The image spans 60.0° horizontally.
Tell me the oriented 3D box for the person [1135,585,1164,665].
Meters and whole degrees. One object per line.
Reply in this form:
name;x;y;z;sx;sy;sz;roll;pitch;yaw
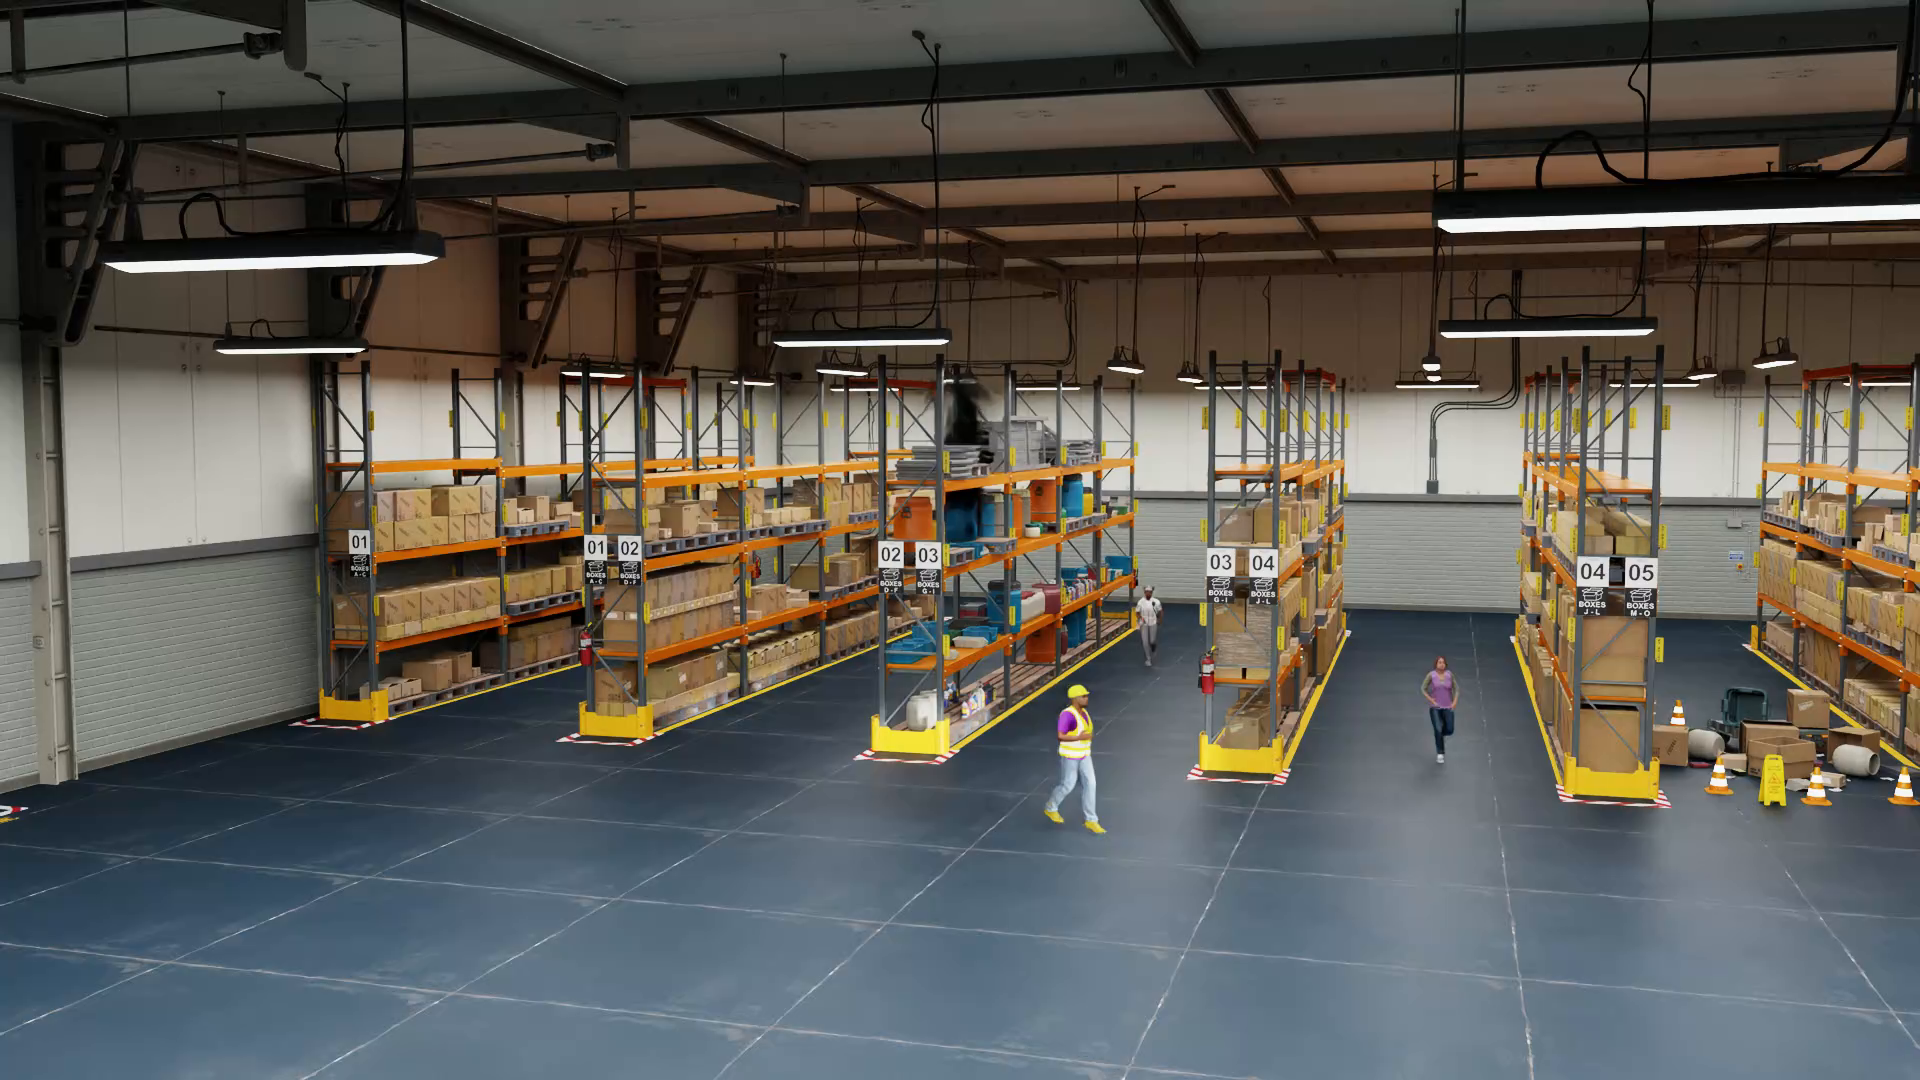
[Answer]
person;3.871;1.746;34.072;0.570;1.661;0.554;1;4;10

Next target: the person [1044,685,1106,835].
person;1.374;2.668;20.309;0.869;1.809;0.670;3;5;39

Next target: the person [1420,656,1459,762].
person;7.092;2.483;24.593;0.578;1.558;0.546;0;4;2
